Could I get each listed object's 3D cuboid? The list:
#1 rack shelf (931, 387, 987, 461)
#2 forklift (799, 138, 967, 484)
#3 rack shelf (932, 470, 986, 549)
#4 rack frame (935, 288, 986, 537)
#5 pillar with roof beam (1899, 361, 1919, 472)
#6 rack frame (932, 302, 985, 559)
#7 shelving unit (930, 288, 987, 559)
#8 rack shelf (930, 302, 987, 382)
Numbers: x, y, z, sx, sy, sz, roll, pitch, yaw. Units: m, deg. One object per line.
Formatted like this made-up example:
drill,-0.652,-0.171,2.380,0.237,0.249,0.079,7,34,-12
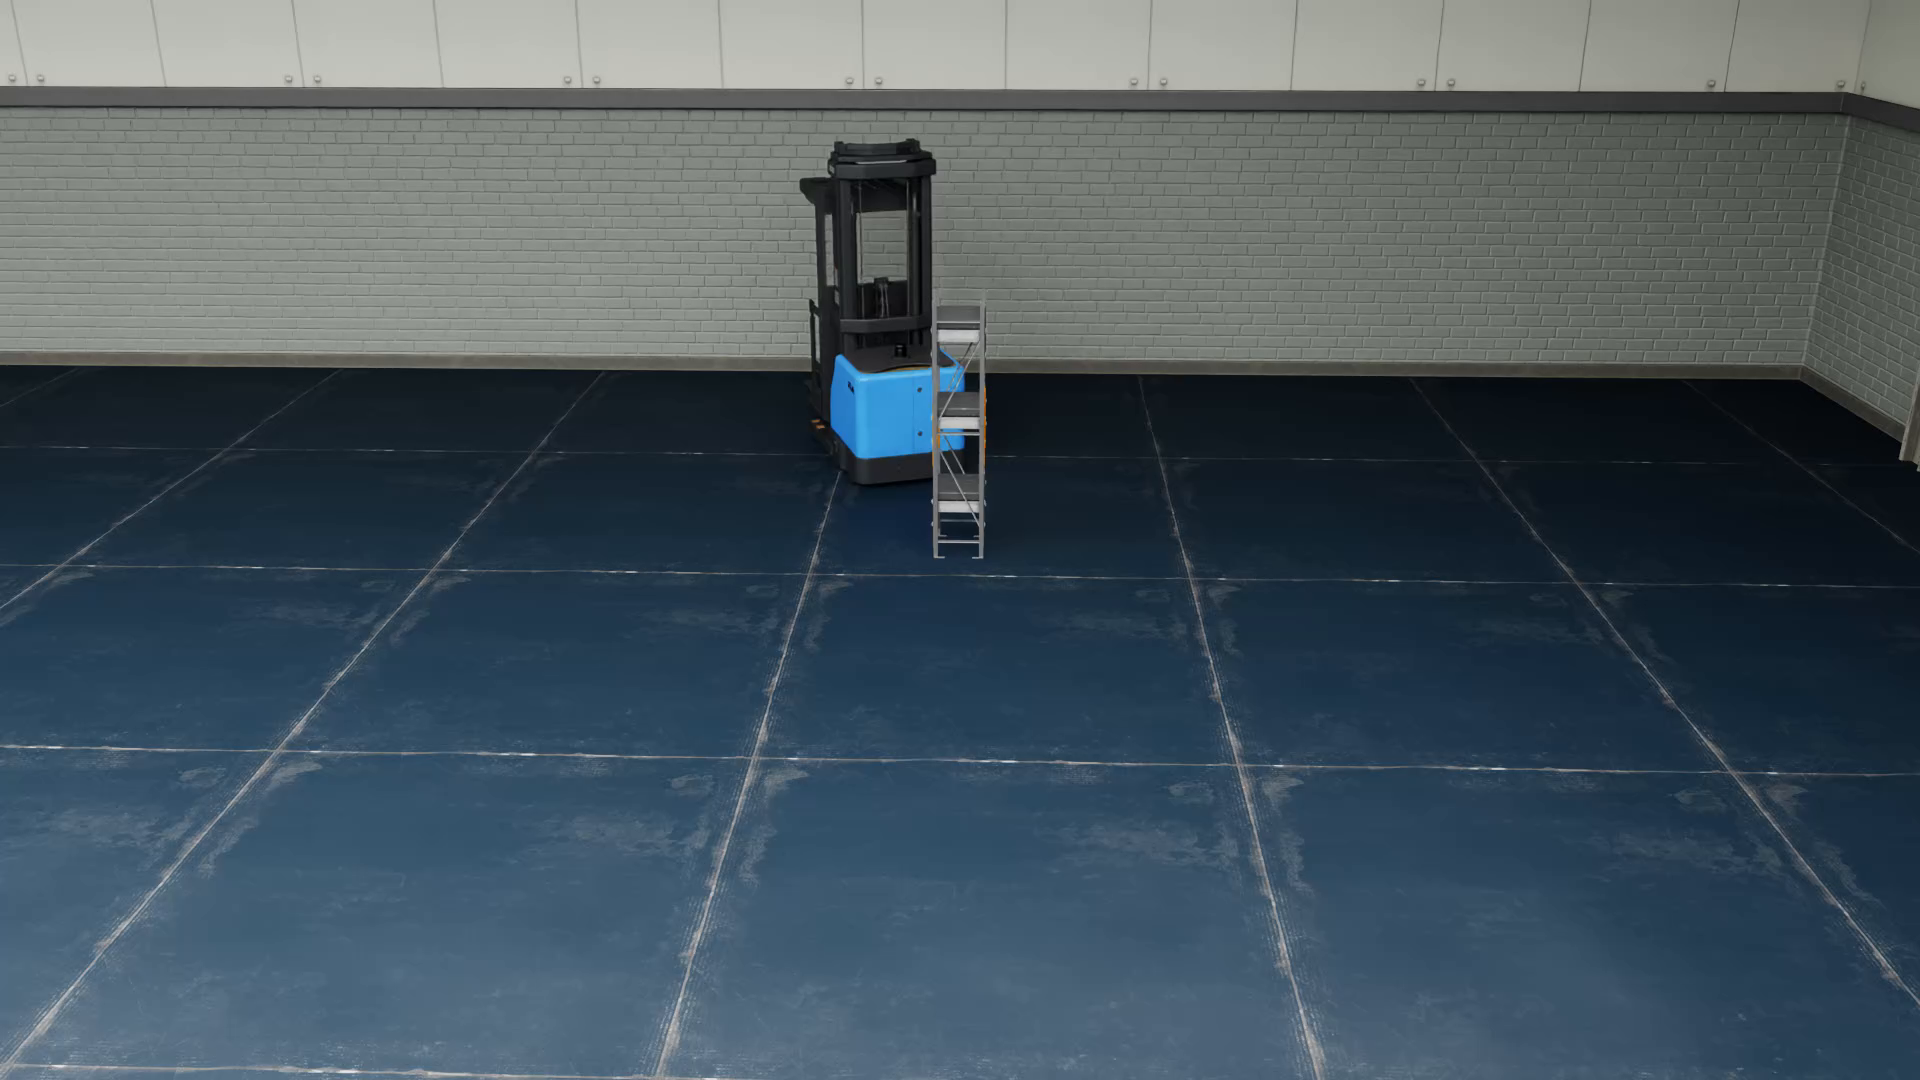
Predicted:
rack shelf,-0.005,-0.906,13.293,0.431,0.518,0.480,1,21,2
forklift,-0.873,-2.366,15.868,1.130,2.935,3.031,-7,22,-17
rack shelf,-0.005,-0.254,13.546,0.431,0.518,0.480,1,21,2
rack frame,0.002,-1.007,13.516,0.400,2.100,0.015,1,21,2
pillar with roof beam,4.773,-4.945,14.127,9.100,9.000,0.400,1,21,2
rack frame,-0.012,-0.831,13.061,0.400,2.100,0.015,1,21,2
shelving unit,-0.005,-0.919,13.288,0.431,2.100,0.503,1,21,2
rack shelf,-0.005,-1.559,13.040,0.431,0.518,0.480,1,21,2
